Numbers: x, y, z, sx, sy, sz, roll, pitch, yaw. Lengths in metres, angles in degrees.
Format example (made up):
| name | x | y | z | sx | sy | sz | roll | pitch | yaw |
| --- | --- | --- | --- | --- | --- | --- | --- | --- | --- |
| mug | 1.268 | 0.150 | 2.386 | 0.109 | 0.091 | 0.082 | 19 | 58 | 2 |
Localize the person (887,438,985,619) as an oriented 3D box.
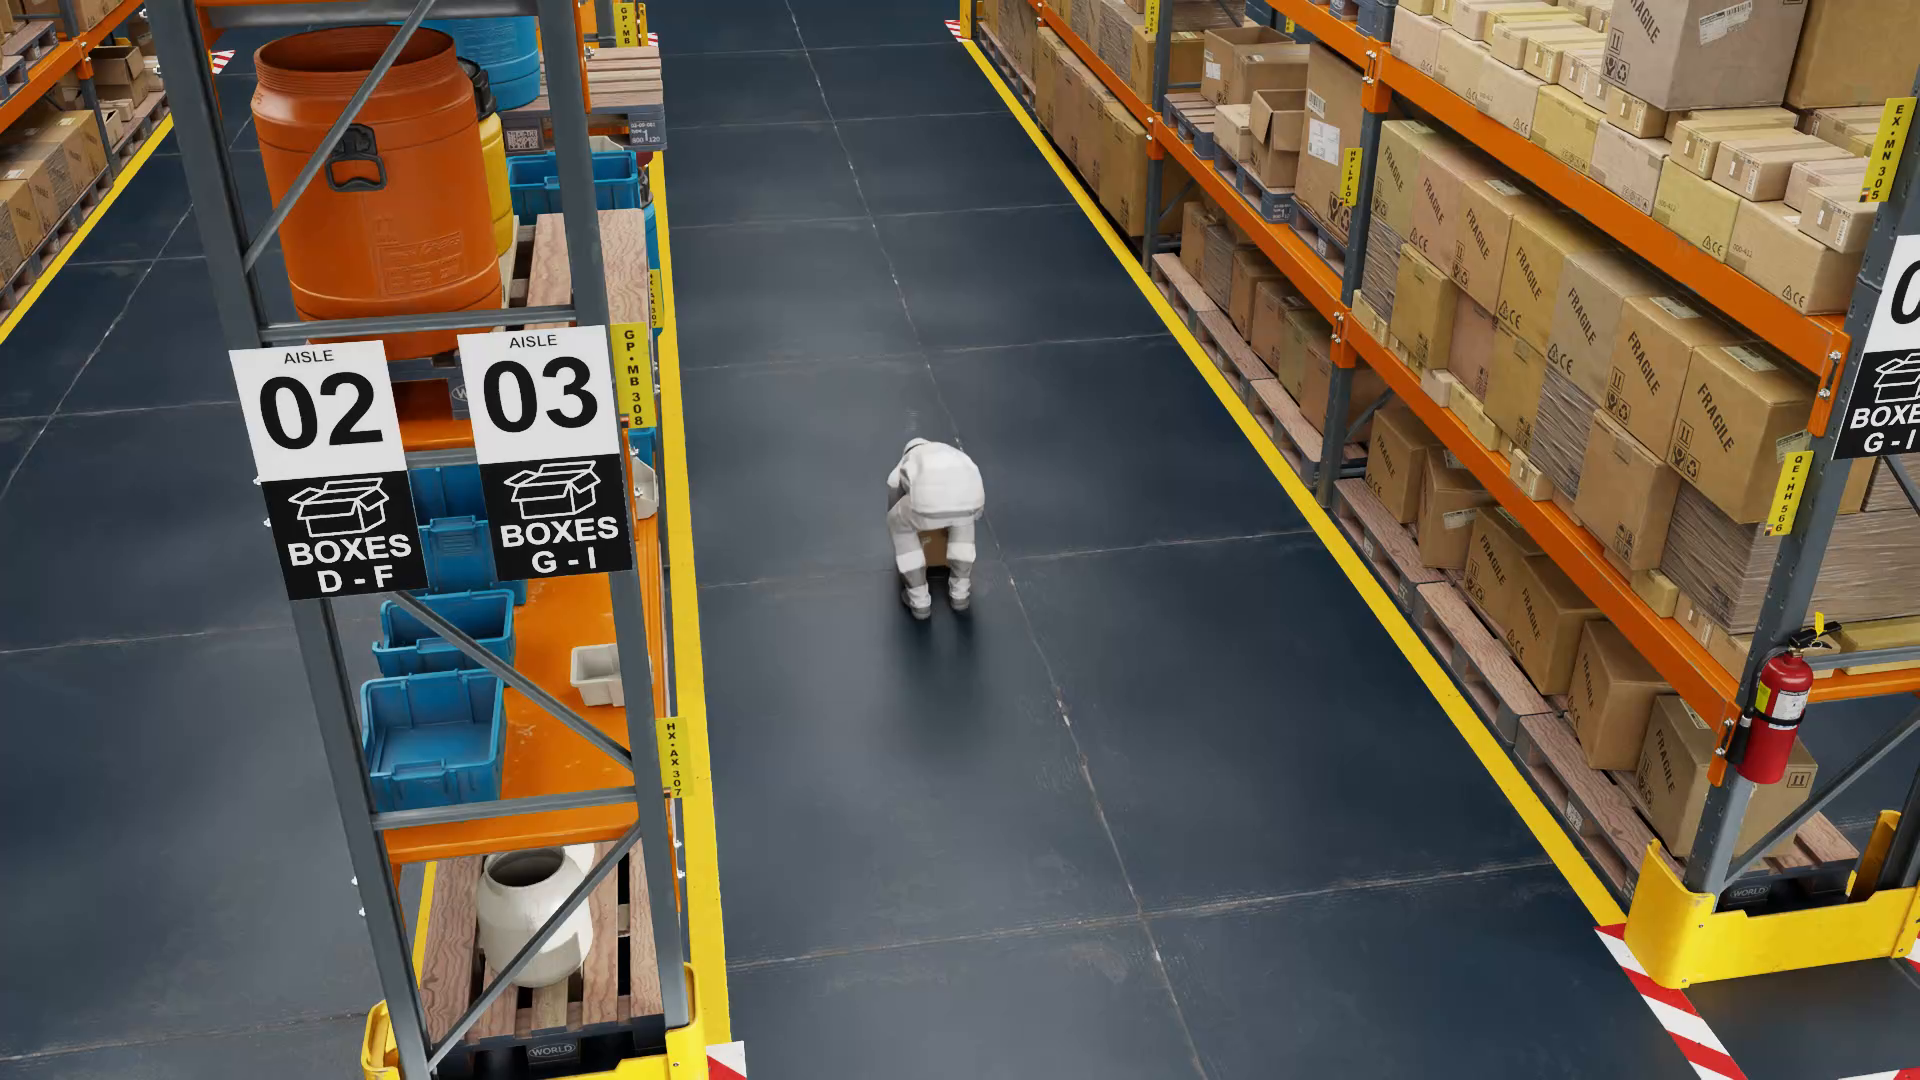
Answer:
| name | x | y | z | sx | sy | sz | roll | pitch | yaw |
| --- | --- | --- | --- | --- | --- | --- | --- | --- | --- |
| person | -0.155 | -0.136 | 9.164 | 0.528 | 0.956 | 0.949 | -7 | 31 | -11 |
